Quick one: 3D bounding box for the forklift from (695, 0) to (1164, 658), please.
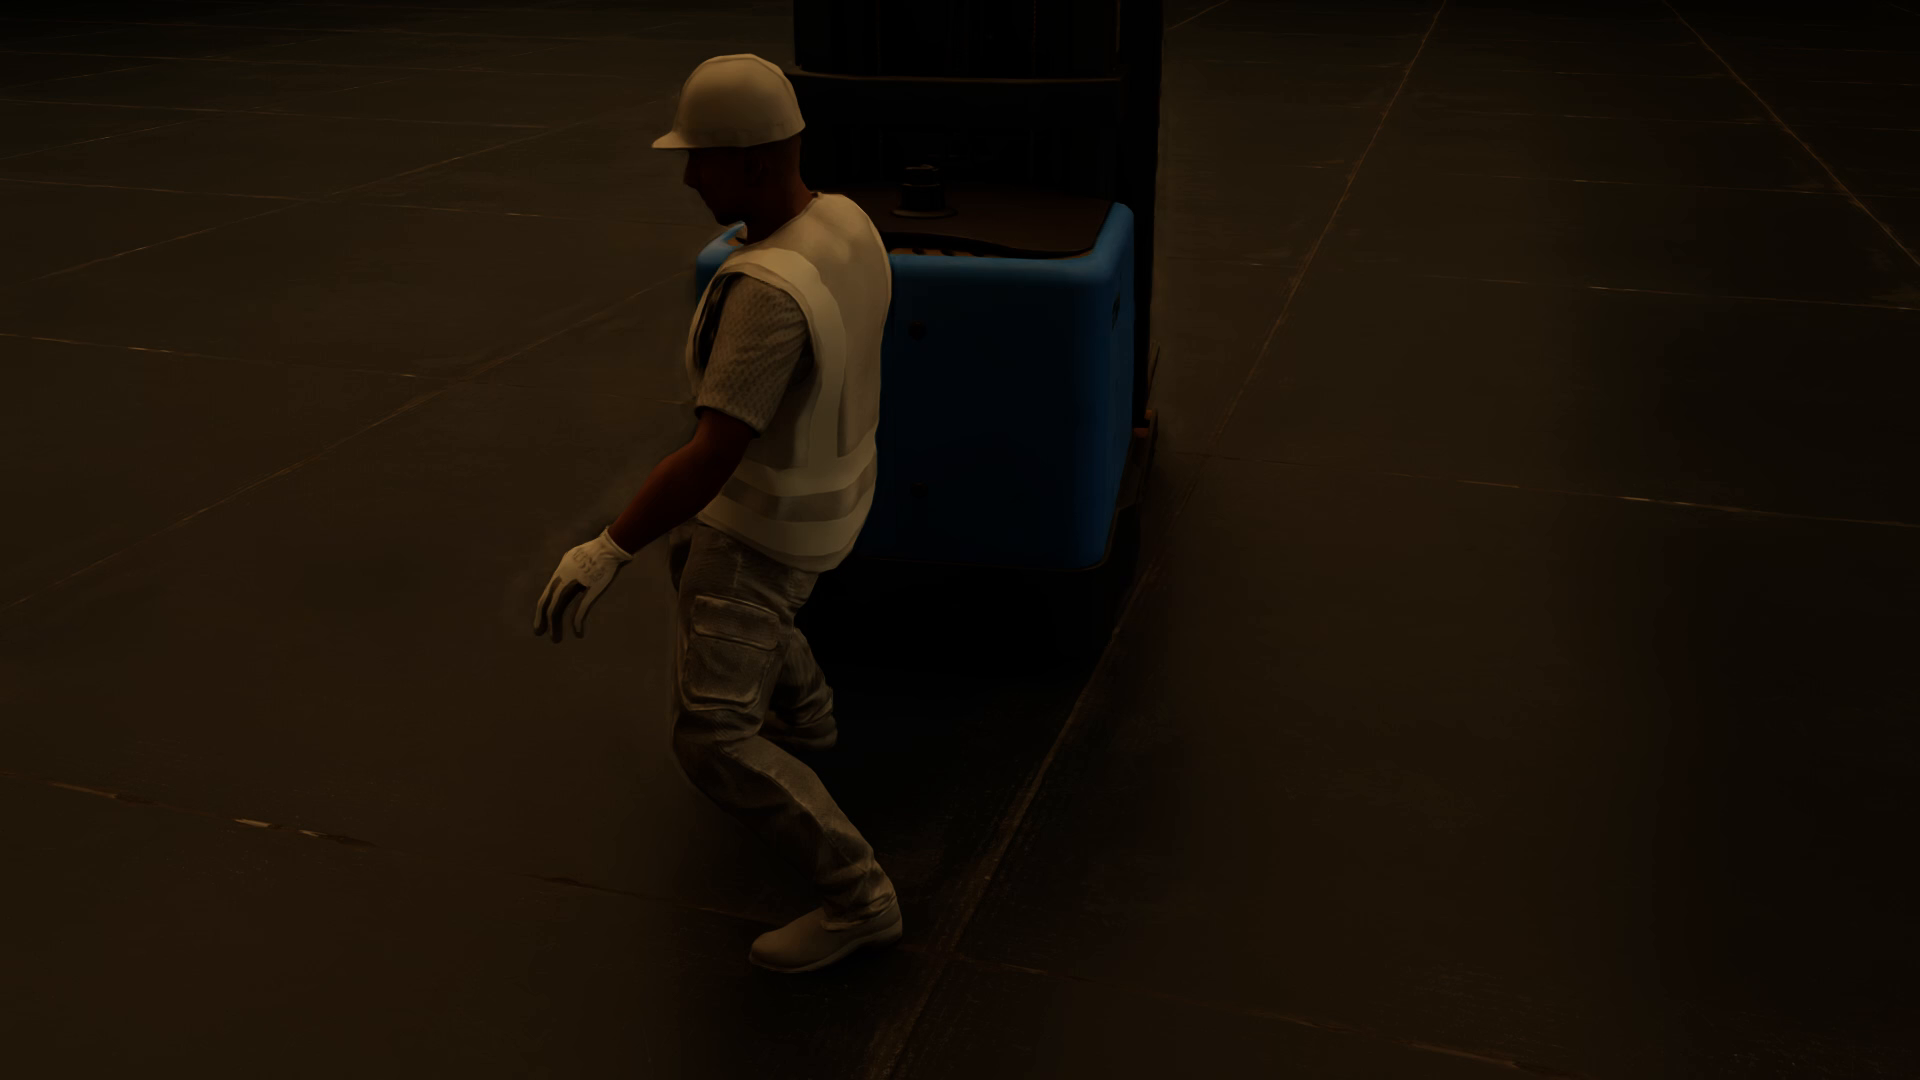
[{"bbox_3d":[0.093,-1.586,5.121,1.130,2.935,3.031,4,23,9],"label":"forklift"}]

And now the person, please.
[{"bbox_3d":[-0.384,-0.082,3.194,0.661,1.651,1.012,5,23,12],"label":"person"}]
